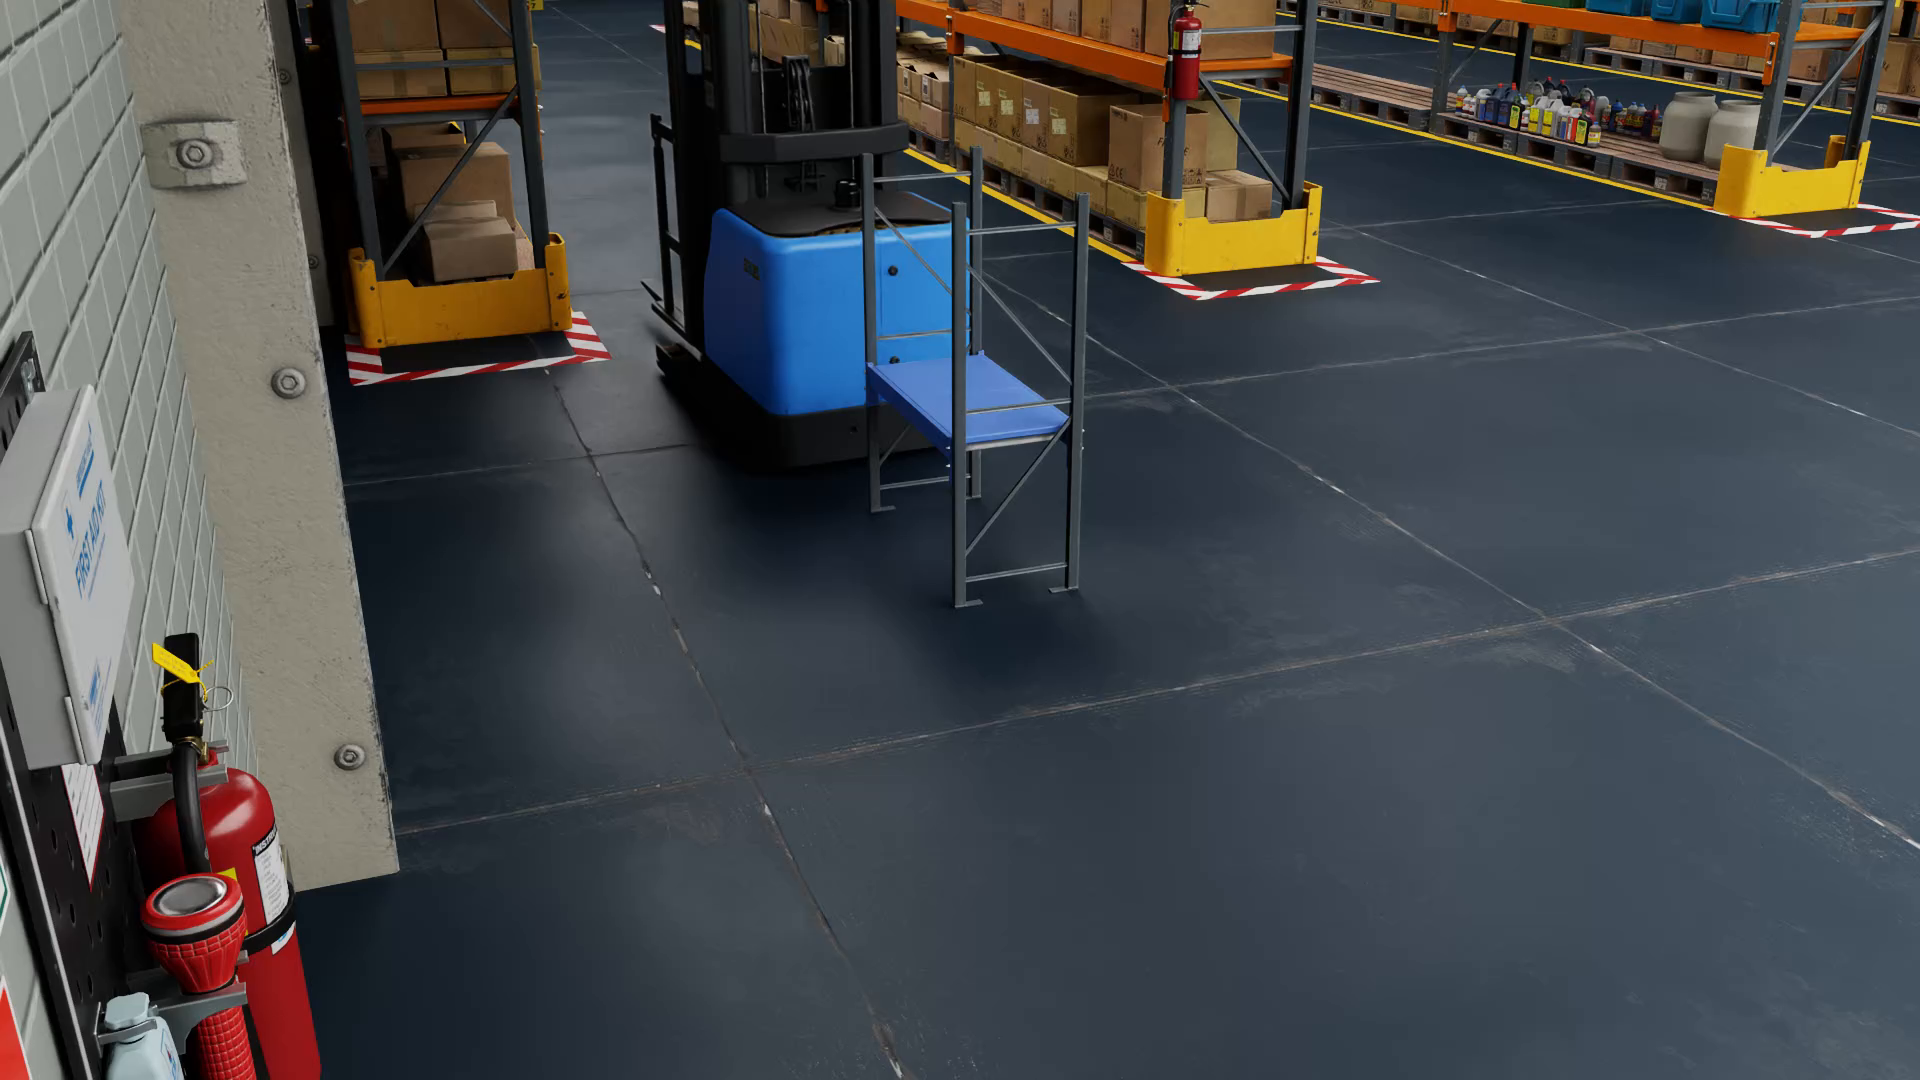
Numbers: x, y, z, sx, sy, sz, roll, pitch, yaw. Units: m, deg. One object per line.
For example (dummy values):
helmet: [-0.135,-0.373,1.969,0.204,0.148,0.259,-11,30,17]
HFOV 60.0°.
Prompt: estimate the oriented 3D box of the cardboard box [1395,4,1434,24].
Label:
cardboard box: [7.082,-7.945,23.950,1.225,0.875,0.875,-8,24,-19]

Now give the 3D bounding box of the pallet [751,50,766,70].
pallet: [-2.109,-6.027,20.795,1.003,0.211,1.213,-8,24,-19]

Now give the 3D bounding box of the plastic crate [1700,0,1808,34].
plastic crate: [5.986,-3.993,12.570,0.499,0.251,0.616,-8,24,-19]

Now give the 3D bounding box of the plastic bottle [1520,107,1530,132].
plastic bottle: [5.071,-3.762,14.868,0.097,0.201,0.097,0,23,0]

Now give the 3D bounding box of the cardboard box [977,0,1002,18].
cardboard box: [0.557,-4.582,13.646,0.700,0.500,0.500,-9,24,-20]

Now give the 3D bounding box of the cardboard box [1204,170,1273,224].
cardboard box: [1.826,-2.394,11.585,0.500,0.250,0.500,-8,24,-19]

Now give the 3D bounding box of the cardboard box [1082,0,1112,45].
cardboard box: [1.294,-3.831,11.866,0.700,0.500,0.500,-8,24,-19]

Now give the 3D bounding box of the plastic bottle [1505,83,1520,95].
plastic bottle: [5.061,-4.026,15.300,0.144,0.351,0.185,-8,24,-19]

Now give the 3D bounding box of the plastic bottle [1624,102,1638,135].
plastic bottle: [5.937,-3.729,14.698,0.097,0.271,0.097,0,23,0]

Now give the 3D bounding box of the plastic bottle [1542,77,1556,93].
plastic bottle: [5.526,-4.162,15.623,0.144,0.351,0.185,-9,24,-20]

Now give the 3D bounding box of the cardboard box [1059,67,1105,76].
cardboard box: [1.108,-3.465,13.160,0.500,0.500,0.500,-8,24,-19]

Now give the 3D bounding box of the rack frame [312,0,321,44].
rack frame: [-8.478,-8.375,22.775,1.000,3.000,0.127,-8,24,-19]

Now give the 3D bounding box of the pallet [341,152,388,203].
pallet: [-4.515,-3.013,13.642,1.003,0.211,1.213,-8,24,-19]

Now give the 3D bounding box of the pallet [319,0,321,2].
pallet: [-5.301,-5.136,15.336,1.213,0.211,1.003,-8,24,-19]

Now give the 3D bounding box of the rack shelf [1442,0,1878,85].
rack shelf: [5.736,-4.316,14.071,1.077,0.370,4.000,-8,24,-19]

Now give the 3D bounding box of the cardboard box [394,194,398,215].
cardboard box: [-3.693,-2.320,11.513,0.380,0.149,0.250,-10,25,-23]

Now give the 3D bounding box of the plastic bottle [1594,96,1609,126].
plastic bottle: [5.762,-3.881,15.052,0.152,0.276,0.135,-8,24,-18]

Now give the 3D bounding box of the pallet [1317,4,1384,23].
pallet: [6.207,-8.407,26.440,1.003,0.211,1.213,-8,24,-19]

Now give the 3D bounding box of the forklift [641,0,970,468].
forklift: [-0.959,-2.207,8.230,1.130,2.935,3.031,-10,25,-22]

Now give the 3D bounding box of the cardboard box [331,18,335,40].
cardboard box: [-4.080,-3.572,11.547,0.500,0.250,0.500,-9,25,-21]

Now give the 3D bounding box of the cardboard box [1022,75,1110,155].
cardboard box: [0.797,-3.212,12.559,0.500,0.500,0.500,-8,24,-19]

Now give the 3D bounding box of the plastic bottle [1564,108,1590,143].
plastic bottle: [5.320,-3.571,14.317,0.152,0.276,0.135,-8,24,-19]

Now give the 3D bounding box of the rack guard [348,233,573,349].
rack guard: [-2.853,-1.437,9.533,1.175,0.500,0.348,-8,24,-19]

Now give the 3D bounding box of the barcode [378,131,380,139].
barcode: [-4.273,-2.984,12.224,0.001,0.075,0.075,-8,24,-19]

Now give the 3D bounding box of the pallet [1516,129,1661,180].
pallet: [5.662,-3.395,14.551,1.003,0.211,1.213,-8,24,-19]

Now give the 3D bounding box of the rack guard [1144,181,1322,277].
rack guard: [1.816,-2.082,11.062,1.175,0.500,0.348,-8,24,-19]

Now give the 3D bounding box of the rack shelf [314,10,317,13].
rack shelf: [-6.359,-5.863,17.742,1.077,0.370,4.000,-8,24,-19]

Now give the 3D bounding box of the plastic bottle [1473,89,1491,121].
plastic bottle: [4.872,-4.032,15.412,0.152,0.276,0.135,-7,24,-17]

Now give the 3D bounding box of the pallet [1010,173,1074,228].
pallet: [1.071,-2.672,12.835,1.003,0.211,1.213,-8,24,-19]

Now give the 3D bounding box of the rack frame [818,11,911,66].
rack frame: [-1.019,-6.149,17.494,1.000,3.000,0.127,-8,24,-19]

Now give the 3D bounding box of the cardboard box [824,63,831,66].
cardboard box: [-1.109,-4.845,17.400,0.500,0.250,0.500,-8,24,-19]

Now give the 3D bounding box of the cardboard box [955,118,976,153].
cardboard box: [0.274,-3.412,14.000,0.500,0.250,0.500,-8,24,-19]

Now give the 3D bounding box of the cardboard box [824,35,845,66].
cardboard box: [-1.109,-5.104,17.291,0.500,0.311,0.500,-7,24,-17]

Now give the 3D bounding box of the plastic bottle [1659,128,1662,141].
plastic bottle: [6.093,-3.568,14.316,0.097,0.271,0.097,0,23,0]

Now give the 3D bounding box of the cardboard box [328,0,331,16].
cardboard box: [-3.918,-3.731,10.958,0.500,0.500,0.500,-8,24,-18]

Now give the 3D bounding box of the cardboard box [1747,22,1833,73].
cardboard box: [9.315,-5.507,18.621,0.700,0.500,0.500,-8,24,-19]

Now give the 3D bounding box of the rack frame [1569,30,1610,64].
rack frame: [8.250,-7.507,20.716,1.000,3.000,0.127,-8,24,-19]

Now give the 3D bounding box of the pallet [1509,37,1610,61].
pallet: [8.042,-6.519,21.962,1.003,0.211,1.213,-8,24,-19]

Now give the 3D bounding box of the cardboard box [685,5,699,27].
cardboard box: [-3.565,-7.392,23.416,0.500,0.250,0.500,-8,24,-19]

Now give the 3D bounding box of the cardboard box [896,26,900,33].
cardboard box: [-0.913,-5.405,18.380,0.500,0.500,0.500,-7,24,-17]

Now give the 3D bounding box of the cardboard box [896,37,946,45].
cardboard box: [-0.414,-4.990,17.021,0.500,0.311,0.500,-9,24,-20]

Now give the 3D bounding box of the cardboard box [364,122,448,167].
cardboard box: [-4.515,-3.331,13.459,0.700,0.500,0.500,-7,24,-17]

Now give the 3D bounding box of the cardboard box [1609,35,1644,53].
cardboard box: [8.505,-6.317,20.545,0.700,0.500,0.500,-10,25,-22]

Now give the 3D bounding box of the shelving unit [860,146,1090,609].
shelving unit: [0.030,-0.660,6.402,0.538,1.500,1.048,-8,24,-19]

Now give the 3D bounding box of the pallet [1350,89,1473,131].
pallet: [4.716,-4.369,16.861,1.003,0.211,1.213,-8,24,-19]

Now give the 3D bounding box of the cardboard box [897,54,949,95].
cardboard box: [-0.381,-4.358,15.523,0.500,0.311,0.500,-8,24,-19]

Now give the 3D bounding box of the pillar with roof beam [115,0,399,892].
pillar with roof beam: [2.265,-3.872,4.368,9.100,9.000,0.400,-8,24,-19]

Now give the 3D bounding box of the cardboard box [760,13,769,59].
cardboard box: [-2.121,-6.069,19.957,0.500,0.500,0.500,-8,24,-18]

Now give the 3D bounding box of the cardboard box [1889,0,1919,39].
cardboard box: [13.057,-7.074,22.045,1.050,0.750,0.750,-9,24,-20]

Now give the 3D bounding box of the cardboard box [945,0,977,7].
cardboard box: [0.179,-4.800,14.485,0.500,0.250,0.500,-7,24,-16]

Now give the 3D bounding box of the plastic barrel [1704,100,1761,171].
plastic barrel: [6.138,-3.196,13.151,0.421,0.512,0.421,0,23,0]

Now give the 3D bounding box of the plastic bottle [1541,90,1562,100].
plastic bottle: [5.465,-4.028,15.402,0.152,0.276,0.135,-8,24,-19]

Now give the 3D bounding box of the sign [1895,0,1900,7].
sign: [6.959,-4.122,12.329,0.100,0.325,0.005,-8,24,-19]

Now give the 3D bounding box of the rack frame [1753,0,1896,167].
rack frame: [6.442,-3.921,12.207,1.000,3.000,0.127,-8,24,-19]

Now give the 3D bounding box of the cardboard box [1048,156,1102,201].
cardboard box: [0.975,-2.685,12.274,0.500,0.250,0.500,-8,24,-19]
